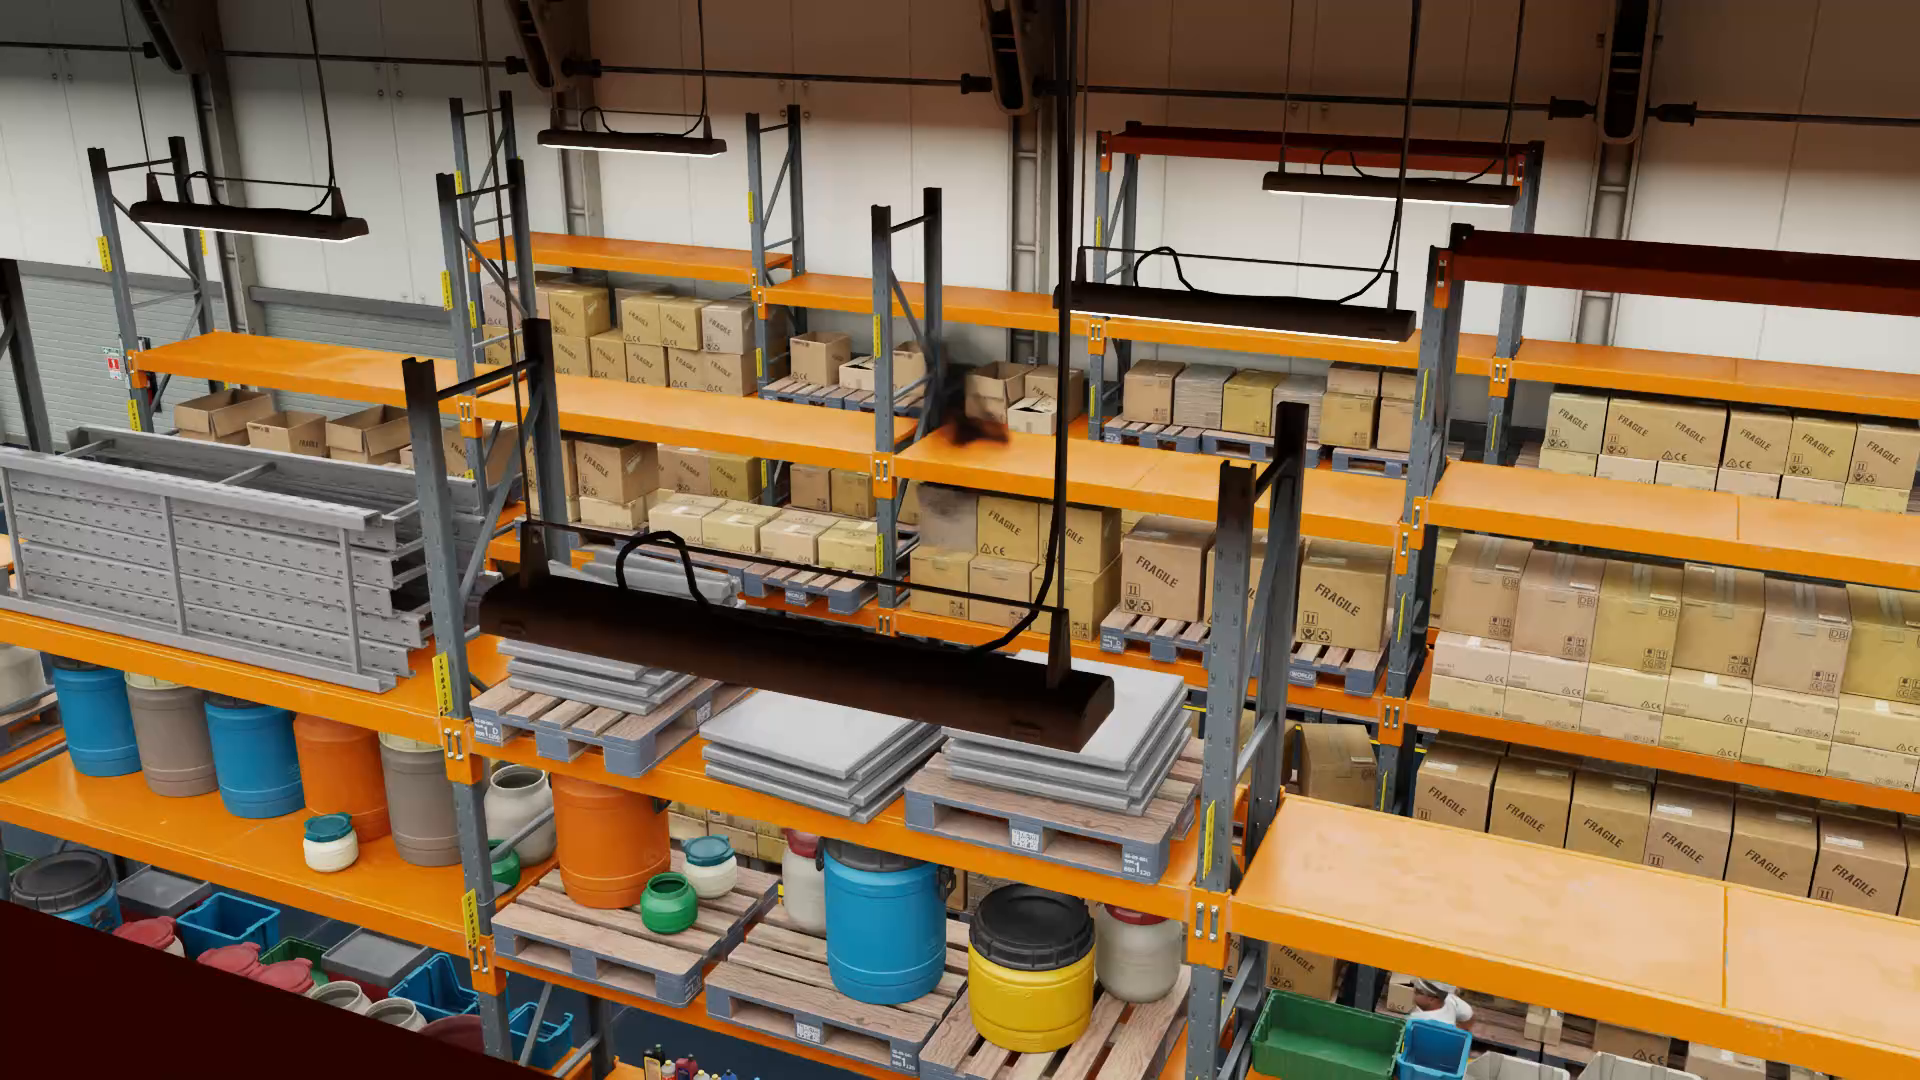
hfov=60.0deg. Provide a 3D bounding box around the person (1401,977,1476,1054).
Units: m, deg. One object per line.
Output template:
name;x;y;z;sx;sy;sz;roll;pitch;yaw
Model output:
person;3.007;3.548;10.756;0.855;1.839;0.628;5;21;12
